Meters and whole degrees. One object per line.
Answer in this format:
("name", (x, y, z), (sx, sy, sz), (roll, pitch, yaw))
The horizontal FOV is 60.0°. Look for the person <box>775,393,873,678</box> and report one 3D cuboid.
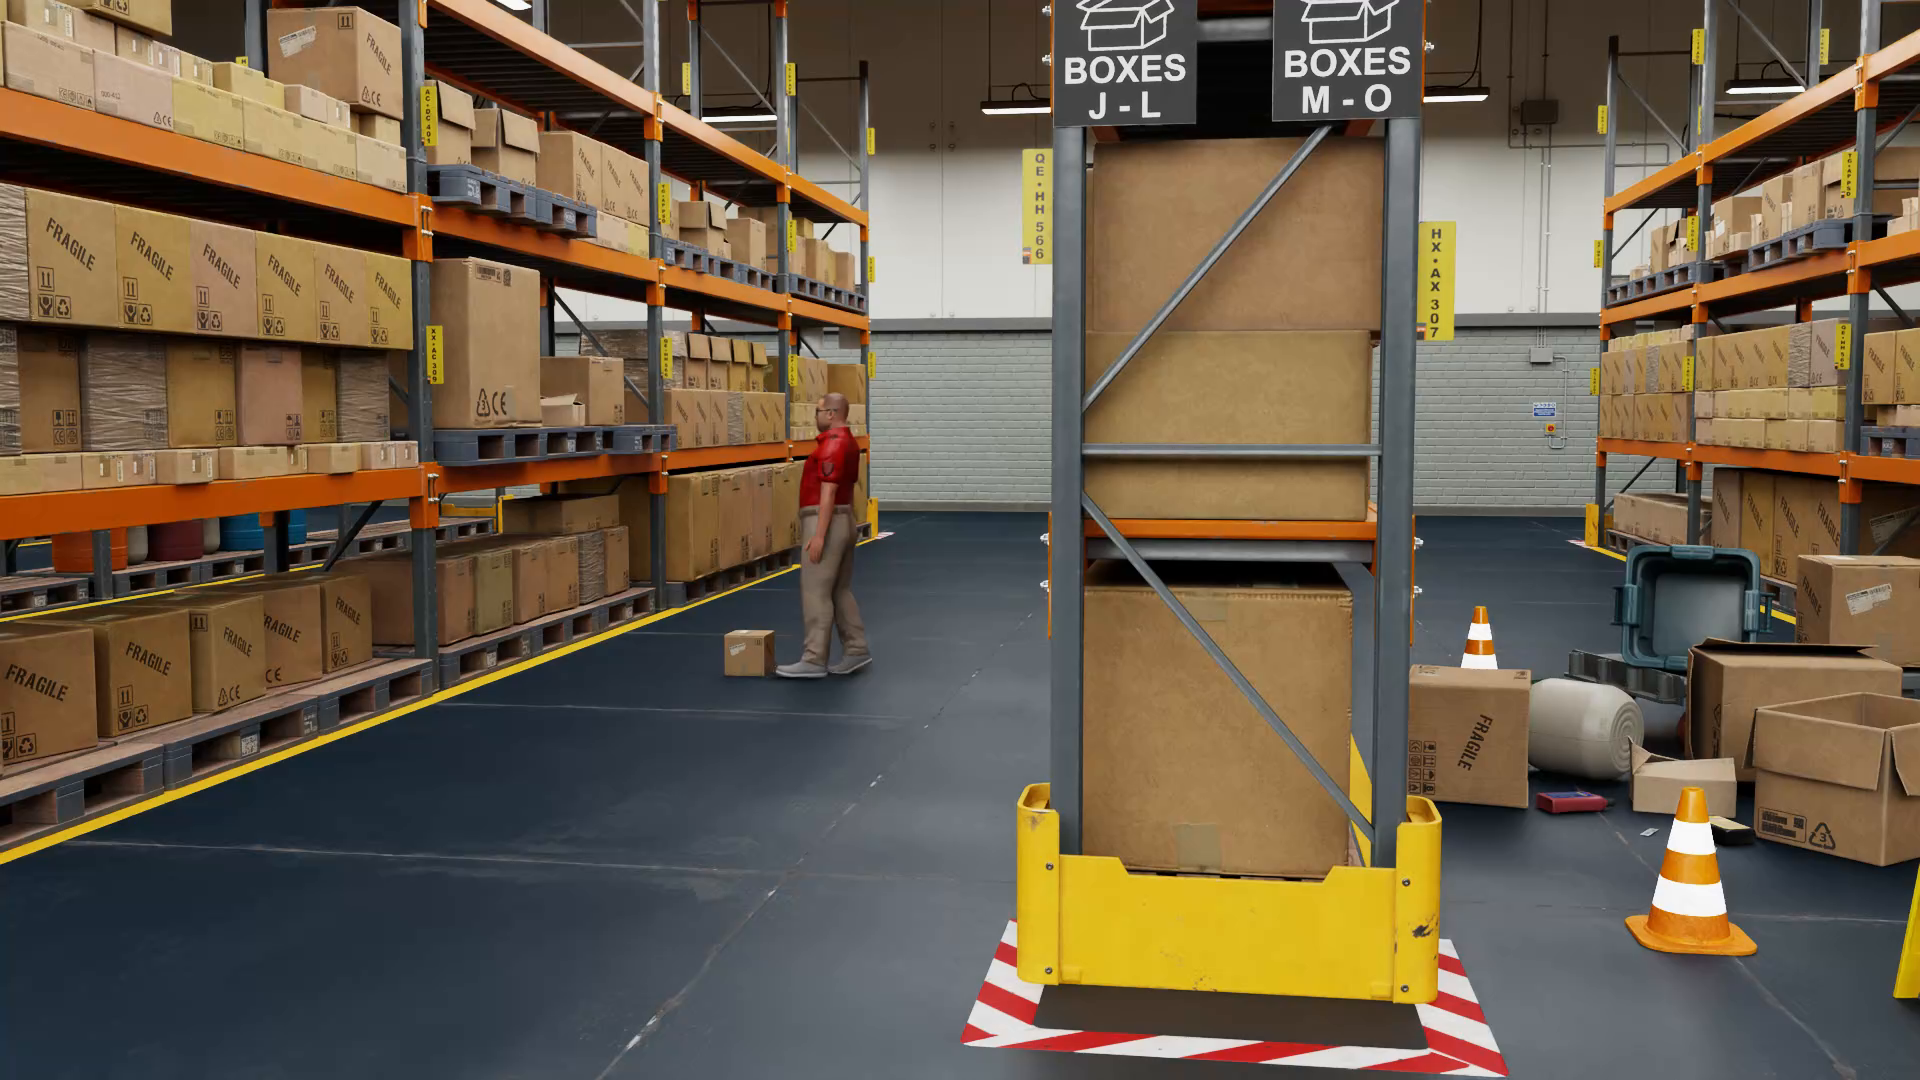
("person", (-0.843, -0.019, 10.150), (0.527, 1.756, 0.547), (1, 5, 10))
